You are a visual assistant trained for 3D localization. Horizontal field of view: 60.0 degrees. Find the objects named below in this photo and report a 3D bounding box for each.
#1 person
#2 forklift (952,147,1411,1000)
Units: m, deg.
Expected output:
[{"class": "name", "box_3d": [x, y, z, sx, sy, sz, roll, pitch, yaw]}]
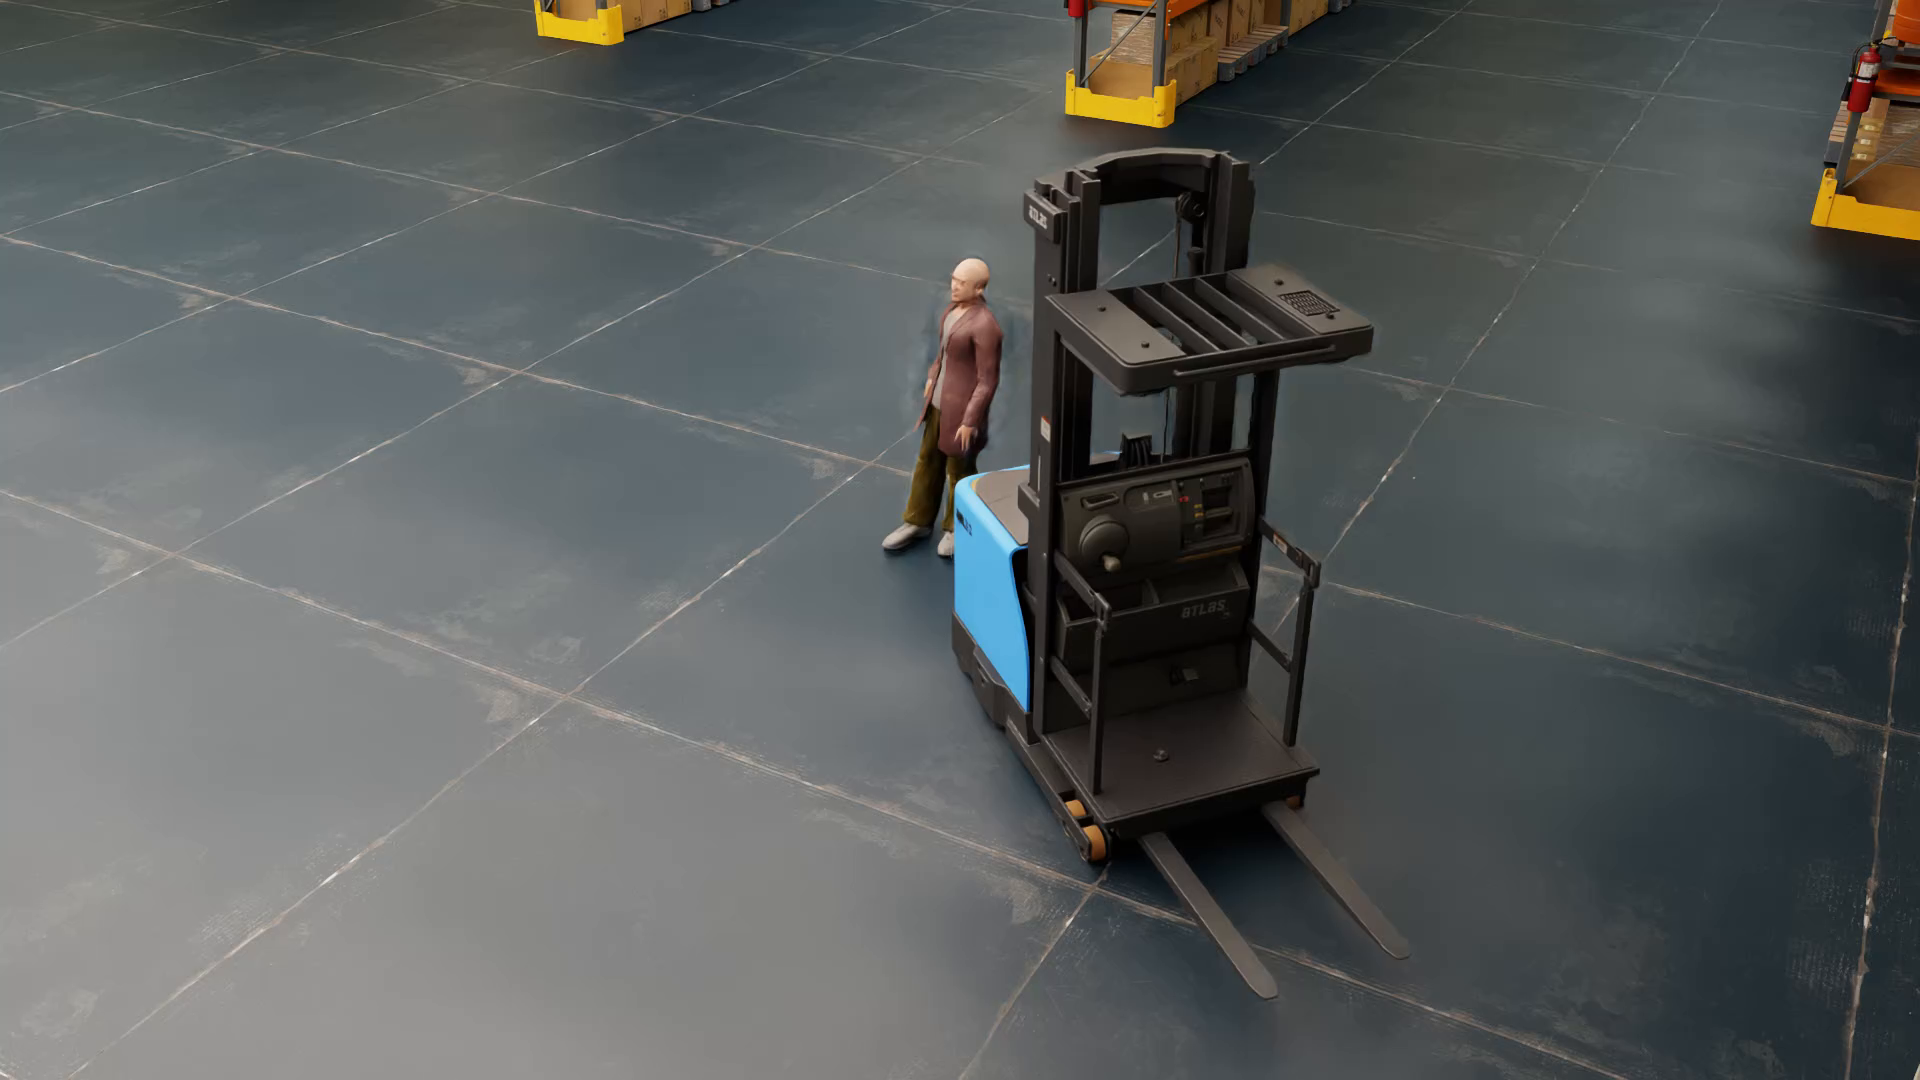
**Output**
[{"class": "person", "box_3d": [-0.135, -0.748, 9.507, 0.671, 1.776, 0.700, -11, 32, -18]}, {"class": "forklift", "box_3d": [0.957, -0.056, 7.167, 1.130, 2.935, 3.031, -11, 32, -18]}]
